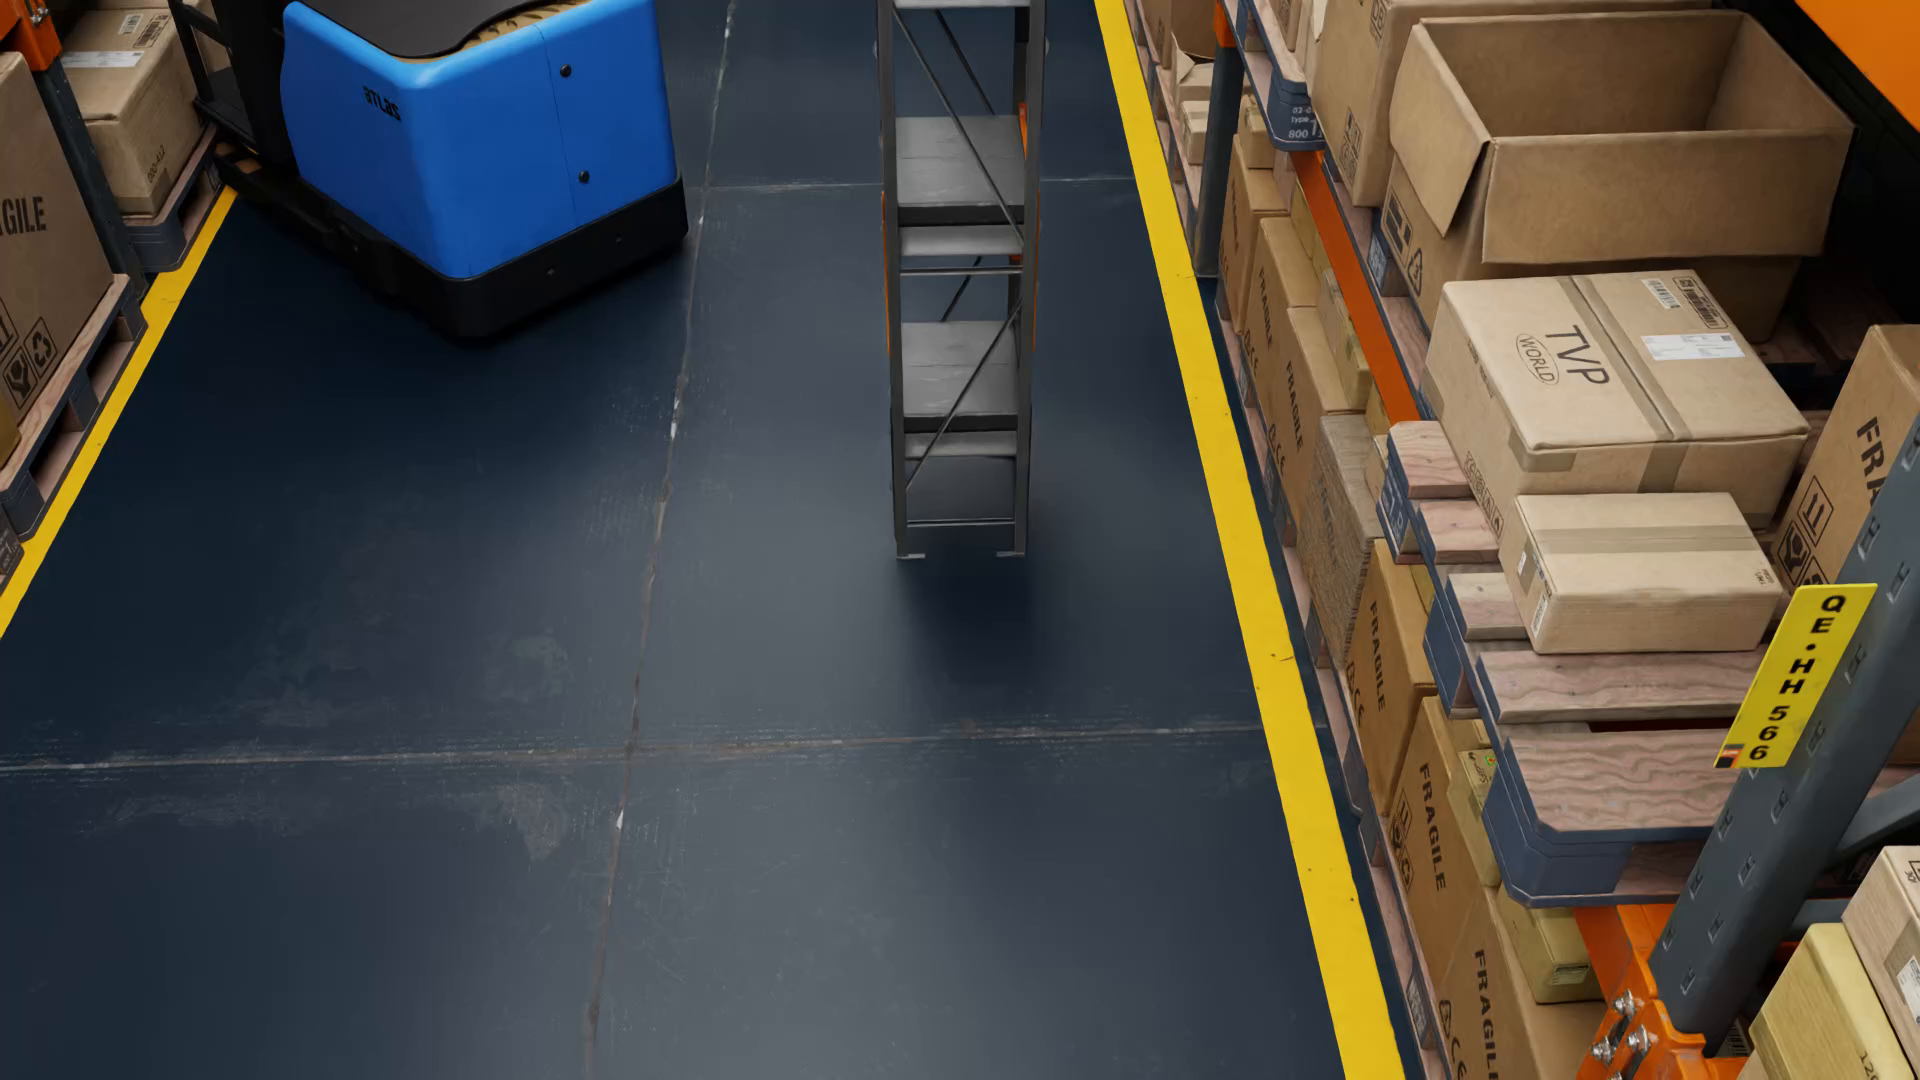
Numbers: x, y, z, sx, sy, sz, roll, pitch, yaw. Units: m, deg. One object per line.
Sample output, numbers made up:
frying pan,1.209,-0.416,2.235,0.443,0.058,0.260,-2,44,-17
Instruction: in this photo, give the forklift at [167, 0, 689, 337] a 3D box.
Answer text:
forklift,-2.464,-2.685,6.010,3.031,2.935,1.130,33,52,31

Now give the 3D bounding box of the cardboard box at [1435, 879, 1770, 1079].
cardboard box,1.333,1.036,3.439,0.500,0.500,0.500,-1,43,-1

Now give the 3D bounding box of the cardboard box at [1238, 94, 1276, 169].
cardboard box,1.146,-1.374,5.588,0.380,0.149,0.250,0,43,0

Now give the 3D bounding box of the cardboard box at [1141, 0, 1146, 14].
cardboard box,1.078,-2.732,7.549,0.500,0.500,0.500,-1,43,-1

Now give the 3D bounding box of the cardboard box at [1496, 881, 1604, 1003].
cardboard box,1.292,0.750,3.271,0.380,0.149,0.250,-4,43,-4

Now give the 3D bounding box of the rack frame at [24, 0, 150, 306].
rack frame,-3.563,-2.007,5.219,1.000,3.000,0.127,-2,43,-2

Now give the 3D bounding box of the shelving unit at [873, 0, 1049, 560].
shelving unit,-0.007,-0.886,4.662,0.431,2.100,0.503,-2,43,-2

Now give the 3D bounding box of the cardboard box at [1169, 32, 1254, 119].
cardboard box,1.064,-1.907,6.823,0.396,0.266,0.258,0,43,0

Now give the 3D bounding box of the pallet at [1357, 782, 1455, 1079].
pallet,1.572,1.072,3.925,1.003,0.211,1.213,-2,43,-2

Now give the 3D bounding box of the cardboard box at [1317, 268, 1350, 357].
cardboard box,1.256,-0.662,4.811,0.380,0.149,0.250,-2,43,-2

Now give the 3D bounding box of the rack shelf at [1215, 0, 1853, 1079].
rack shelf,1.481,-0.536,4.147,1.077,0.370,4.000,-2,43,-2

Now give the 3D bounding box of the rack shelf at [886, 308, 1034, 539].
rack shelf,-0.007,-0.360,5.145,0.431,0.518,0.480,-2,43,-2

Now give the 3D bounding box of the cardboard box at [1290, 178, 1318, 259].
cardboard box,1.257,-1.017,5.198,0.380,0.149,0.250,-4,43,-4

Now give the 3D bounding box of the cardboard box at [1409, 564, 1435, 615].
cardboard box,1.305,0.040,4.046,0.380,0.149,0.250,-2,43,-2

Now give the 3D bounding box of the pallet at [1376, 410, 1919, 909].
pallet,1.467,0.164,2.993,1.213,0.211,1.003,-2,43,-2

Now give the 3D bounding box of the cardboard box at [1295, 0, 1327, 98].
cardboard box,1.072,-1.308,4.246,0.396,0.266,0.258,0,43,0

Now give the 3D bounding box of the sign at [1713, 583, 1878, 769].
sign,1.024,0.173,2.043,0.100,0.325,0.005,-2,43,-2

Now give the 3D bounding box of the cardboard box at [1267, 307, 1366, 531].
cardboard box,1.241,-0.356,4.957,0.500,0.500,0.500,-3,43,-3

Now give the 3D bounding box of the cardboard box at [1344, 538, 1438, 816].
cardboard box,1.298,0.345,4.193,0.500,0.500,0.500,0,43,0

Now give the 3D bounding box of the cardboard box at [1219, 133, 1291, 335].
cardboard box,1.192,-1.052,5.717,0.500,0.500,0.500,0,43,0

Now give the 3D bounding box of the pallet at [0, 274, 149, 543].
pallet,-3.455,-0.460,5.596,1.003,0.211,1.213,-2,43,-2

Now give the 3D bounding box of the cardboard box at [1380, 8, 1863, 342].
cardboard box,1.312,-0.741,3.451,0.797,0.503,0.637,-3,43,-3

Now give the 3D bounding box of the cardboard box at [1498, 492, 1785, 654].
cardboard box,1.155,0.054,2.846,0.380,0.149,0.250,-1,43,-1

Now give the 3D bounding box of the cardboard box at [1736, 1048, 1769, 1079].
cardboard box,1.341,0.911,2.148,0.500,0.250,0.500,-1,43,-2

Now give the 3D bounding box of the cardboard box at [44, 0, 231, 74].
cardboard box,-3.521,-2.248,7.068,0.875,0.438,0.875,-3,43,-3

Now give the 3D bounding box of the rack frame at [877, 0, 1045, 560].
rack frame,0.003,-0.721,4.483,0.400,2.100,0.015,-2,43,-2

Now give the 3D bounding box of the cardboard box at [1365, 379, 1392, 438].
cardboard box,1.304,-0.313,4.431,0.380,0.149,0.250,-1,43,-2

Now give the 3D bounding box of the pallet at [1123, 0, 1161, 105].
pallet,1.313,-2.413,7.726,1.003,0.211,1.213,-2,43,-2

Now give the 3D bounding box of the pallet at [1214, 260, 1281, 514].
pallet,1.469,-0.576,5.722,1.003,0.211,1.213,-2,43,-2

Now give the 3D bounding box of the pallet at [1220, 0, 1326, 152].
pallet,1.321,-1.538,4.850,1.003,0.211,1.213,-2,43,-2

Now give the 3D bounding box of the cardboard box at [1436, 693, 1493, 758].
cardboard box,1.282,0.388,3.666,0.380,0.149,0.250,-3,43,-3

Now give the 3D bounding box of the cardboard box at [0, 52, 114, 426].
cardboard box,-3.457,-0.962,5.341,0.875,0.875,0.875,0,43,0

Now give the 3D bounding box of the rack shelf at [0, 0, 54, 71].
rack shelf,-3.478,-0.391,3.989,1.077,0.370,4.000,-2,43,-2

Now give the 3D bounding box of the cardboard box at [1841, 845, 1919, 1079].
cardboard box,1.285,0.496,1.934,0.380,0.149,0.250,0,43,-1
